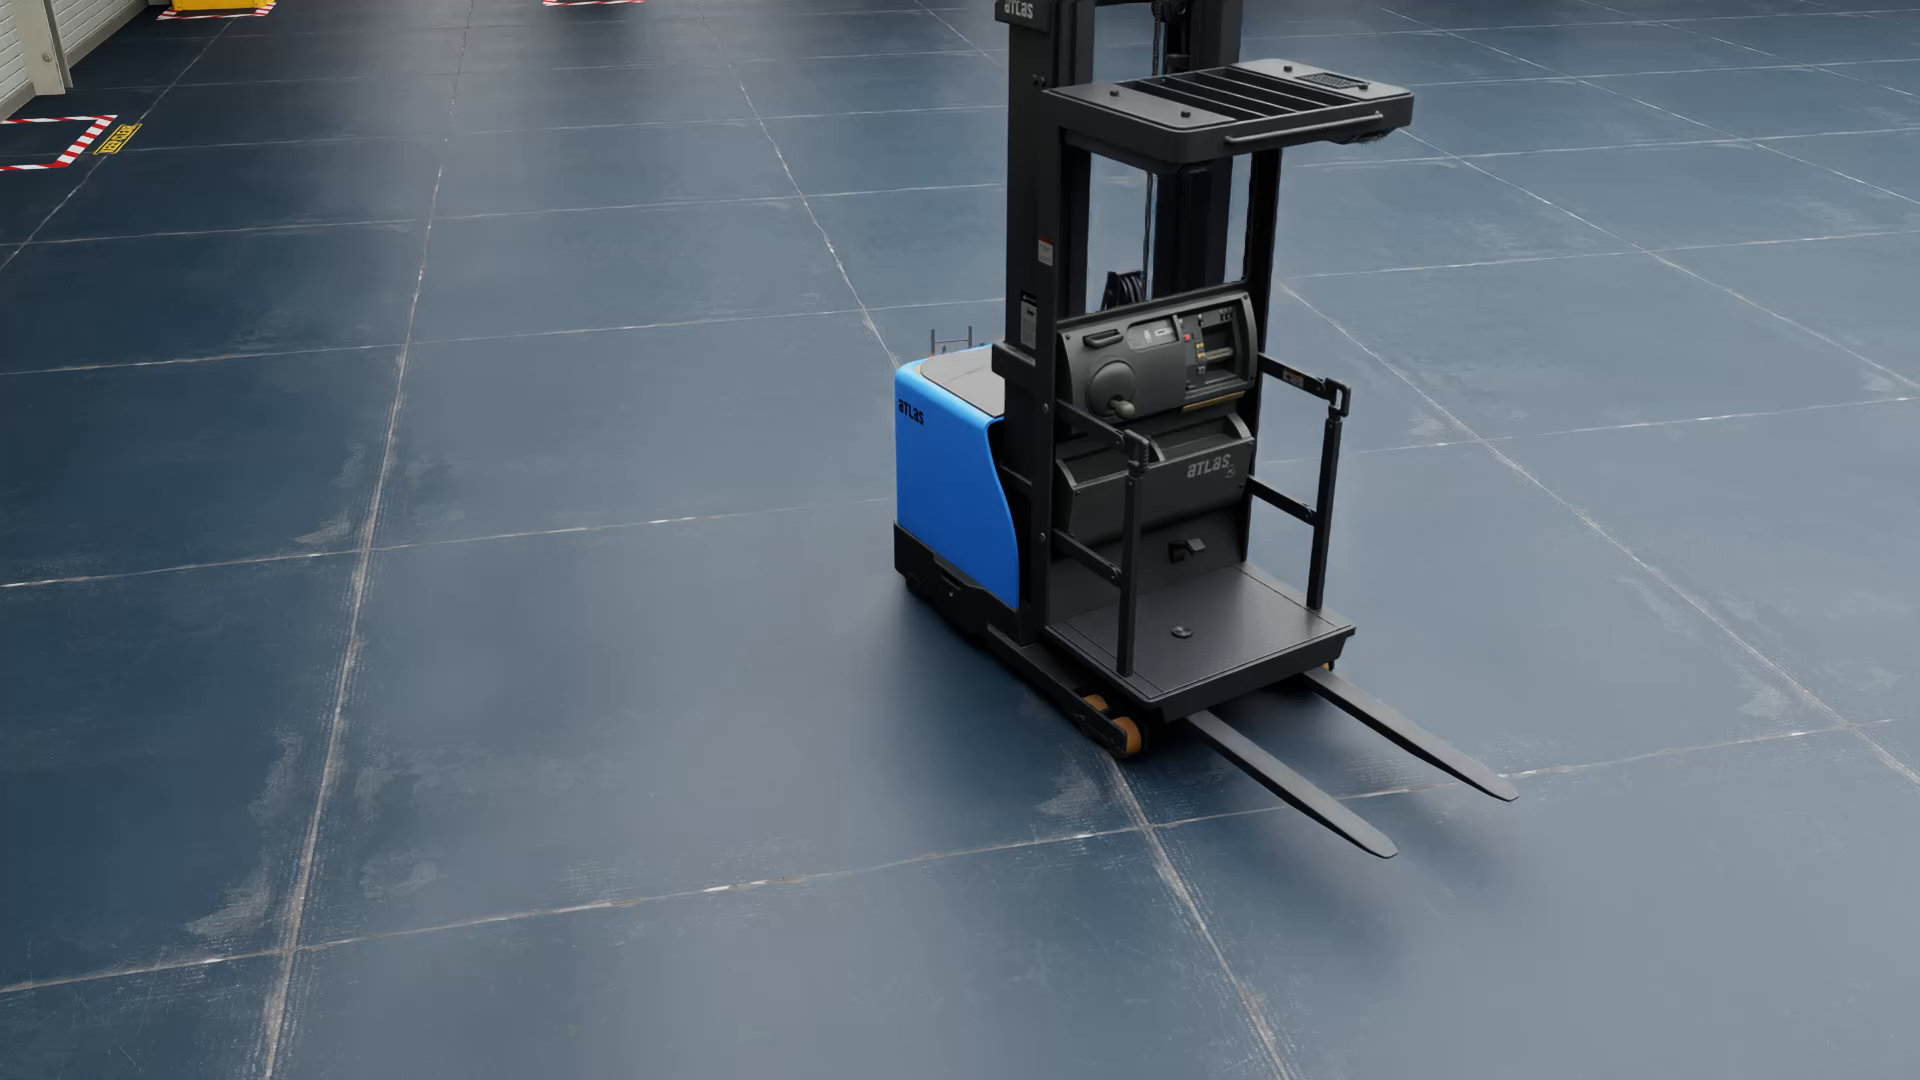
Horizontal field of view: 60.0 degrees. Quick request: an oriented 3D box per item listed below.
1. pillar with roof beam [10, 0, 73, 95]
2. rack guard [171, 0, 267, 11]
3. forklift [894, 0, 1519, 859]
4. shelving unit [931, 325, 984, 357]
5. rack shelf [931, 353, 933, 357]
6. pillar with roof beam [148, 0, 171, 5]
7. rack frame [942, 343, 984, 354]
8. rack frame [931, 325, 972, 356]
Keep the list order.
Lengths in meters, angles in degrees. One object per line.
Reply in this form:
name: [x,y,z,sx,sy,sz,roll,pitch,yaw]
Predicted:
pillar with roof beam: [-5.489,-9.250,16.589,9.100,9.000,0.400,-6,27,-12]
rack guard: [-10.052,-7.466,22.488,1.175,0.500,0.348,-6,27,-12]
forklift: [0.907,-0.689,6.362,1.130,2.935,3.031,-16,31,-29]
shelving unit: [-0.012,-0.492,8.060,0.215,1.050,0.252,-6,27,-12]
rack shelf: [-0.012,-0.736,7.937,0.215,0.259,0.240,-6,27,-12]
pillar with roof beam: [-6.841,-11.884,21.808,9.100,9.000,0.400,-6,27,-12]
rack frame: [0.015,-0.439,7.954,0.200,1.050,0.008,-6,27,-12]
rack frame: [-0.040,-0.546,8.166,0.200,1.050,0.008,-6,27,-12]
